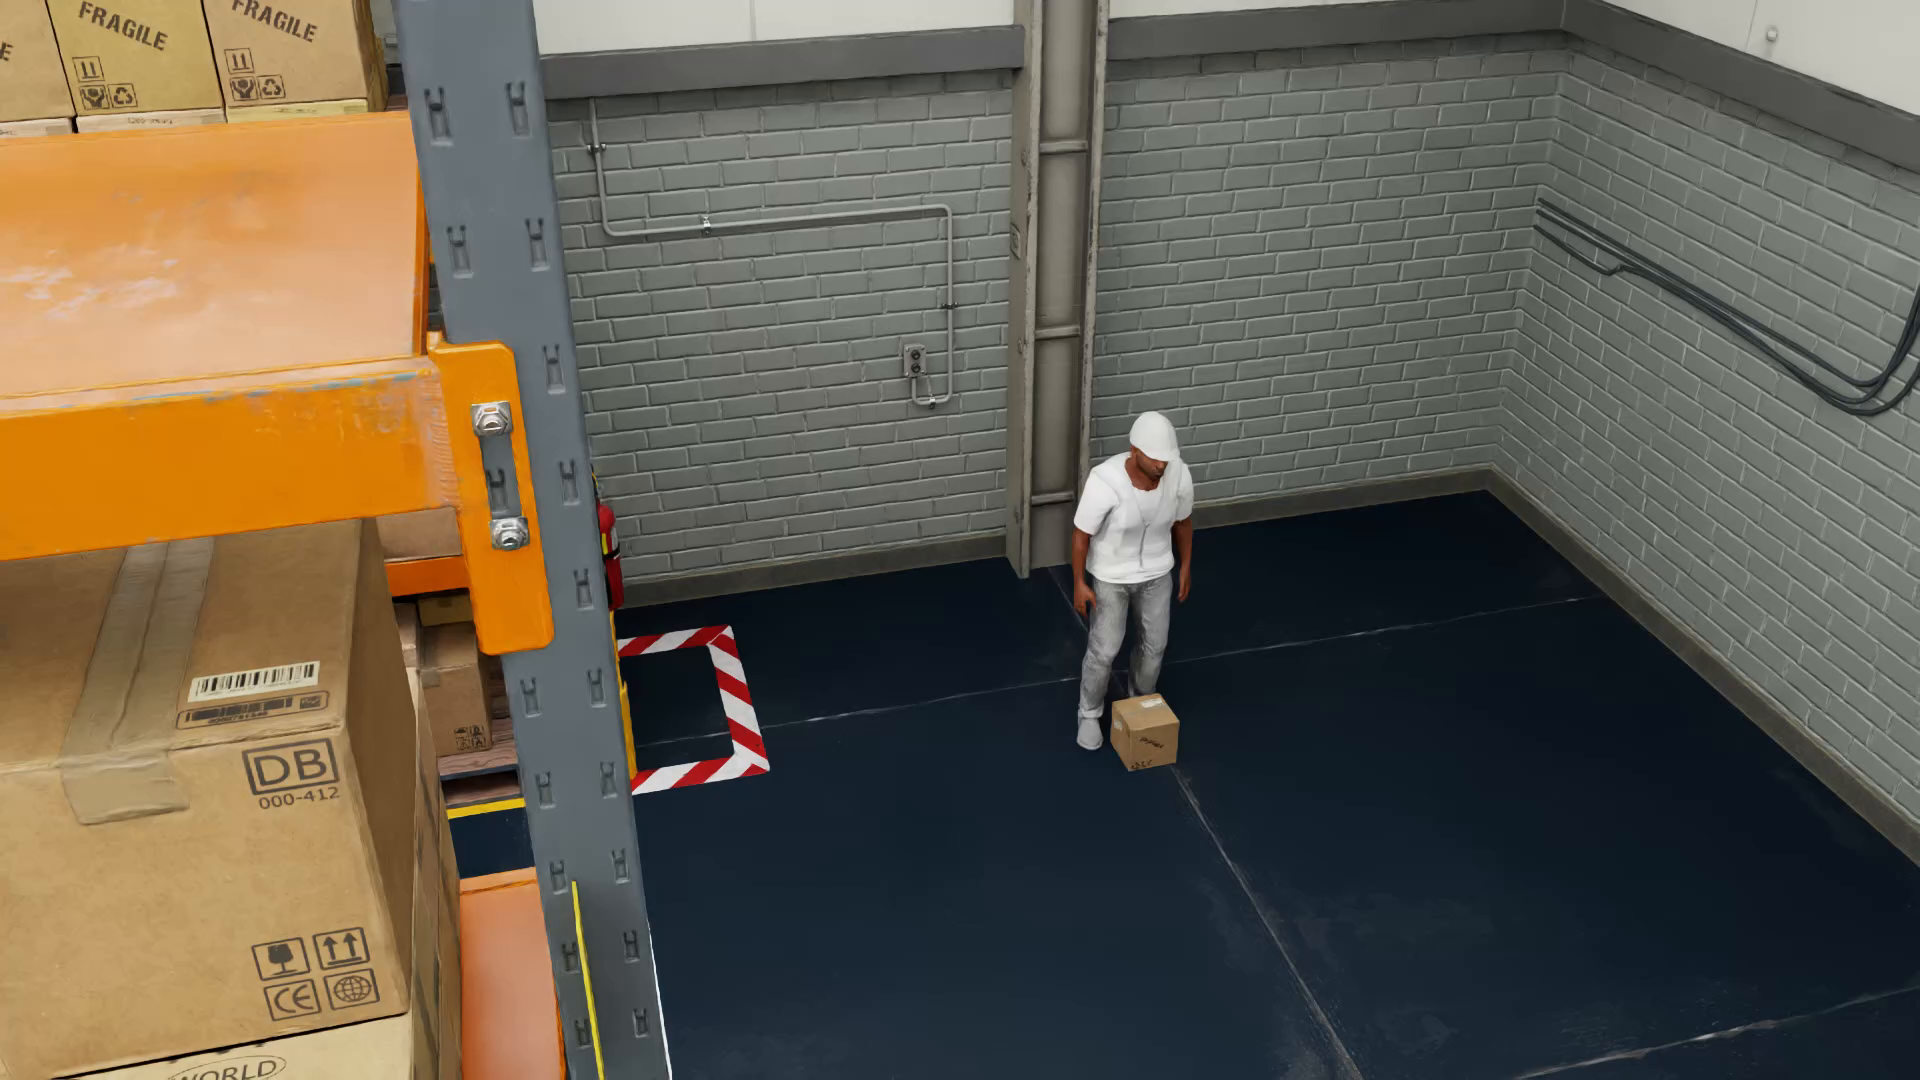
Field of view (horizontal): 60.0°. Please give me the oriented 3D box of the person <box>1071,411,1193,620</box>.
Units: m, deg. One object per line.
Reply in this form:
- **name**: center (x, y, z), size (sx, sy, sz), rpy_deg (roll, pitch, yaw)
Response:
- **person**: center (0.829, -0.128, 7.750), size (0.624, 1.063, 0.463), rpy_deg (-9, 31, -15)
